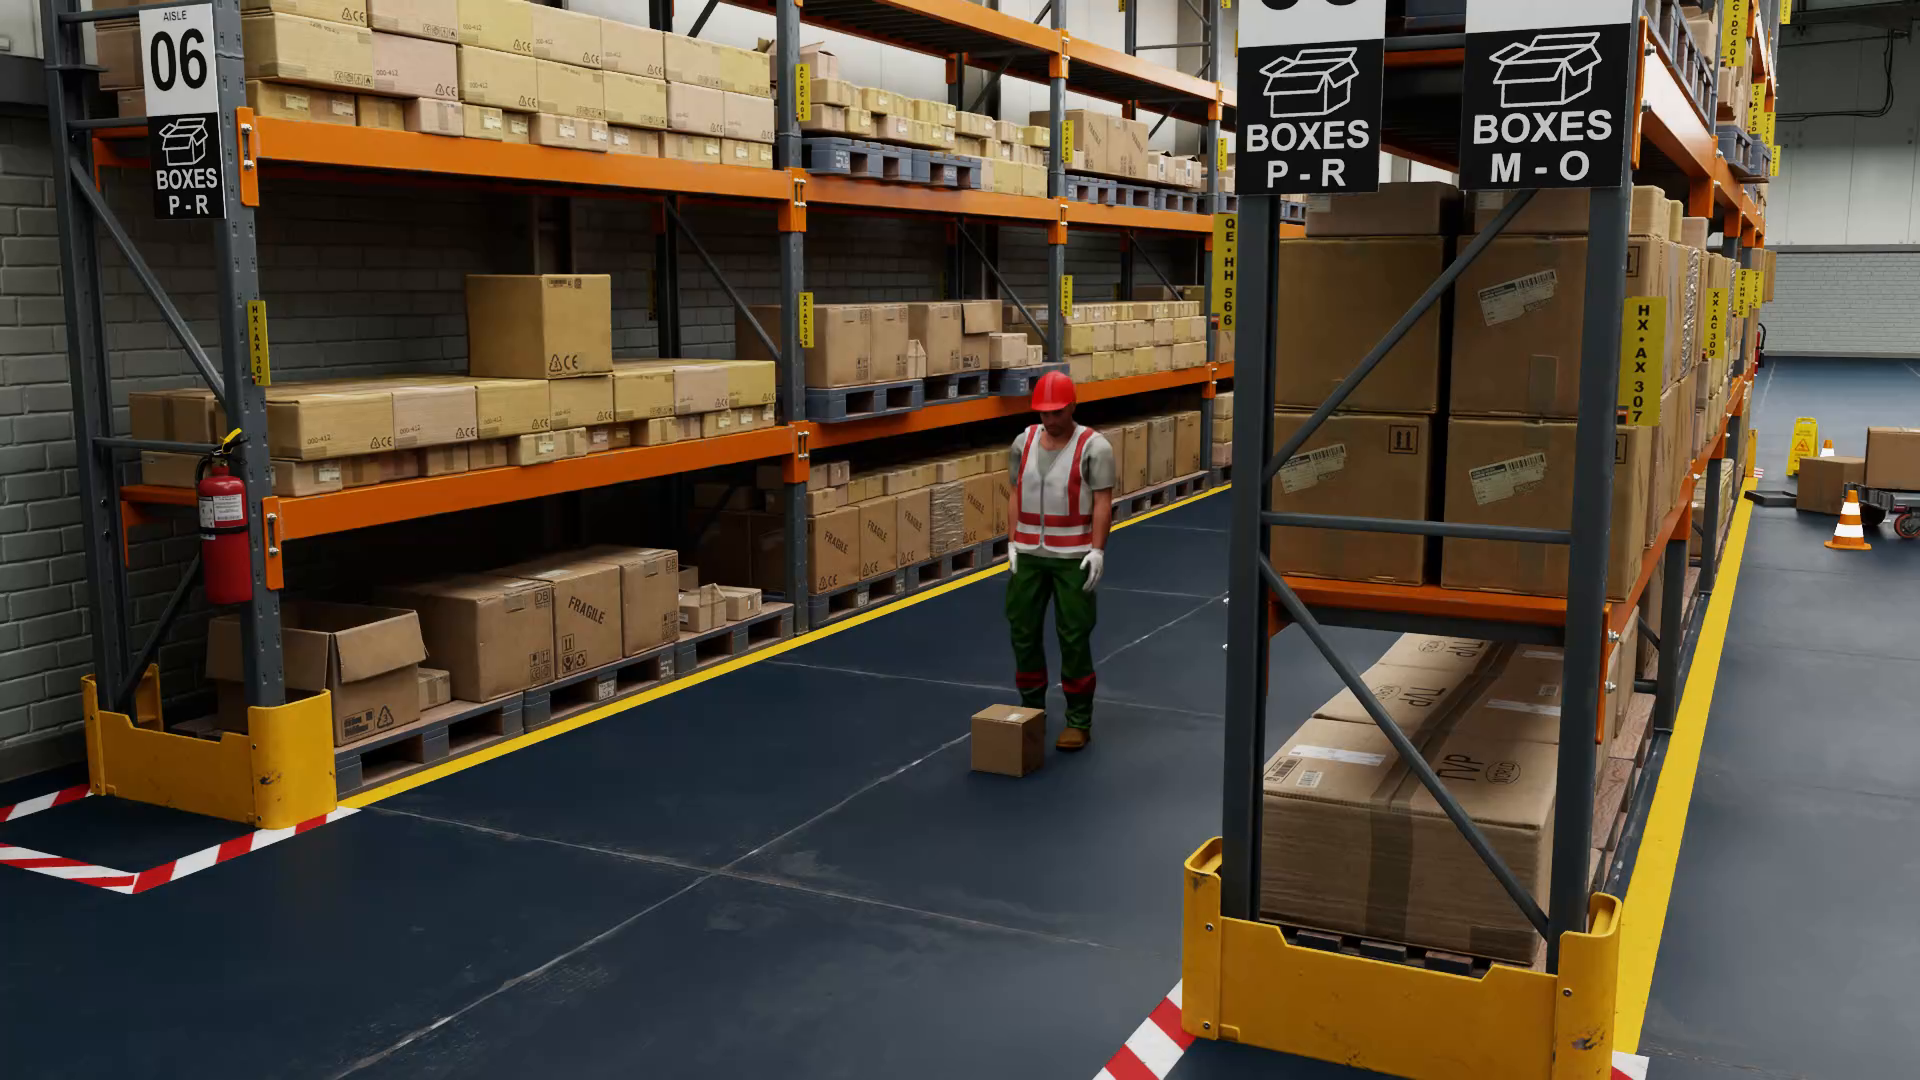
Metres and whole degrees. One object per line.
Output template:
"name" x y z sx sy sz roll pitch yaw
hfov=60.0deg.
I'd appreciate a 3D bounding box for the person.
"person" 0.392 0.535 7.741 0.569 0.907 0.887 4 10 26
